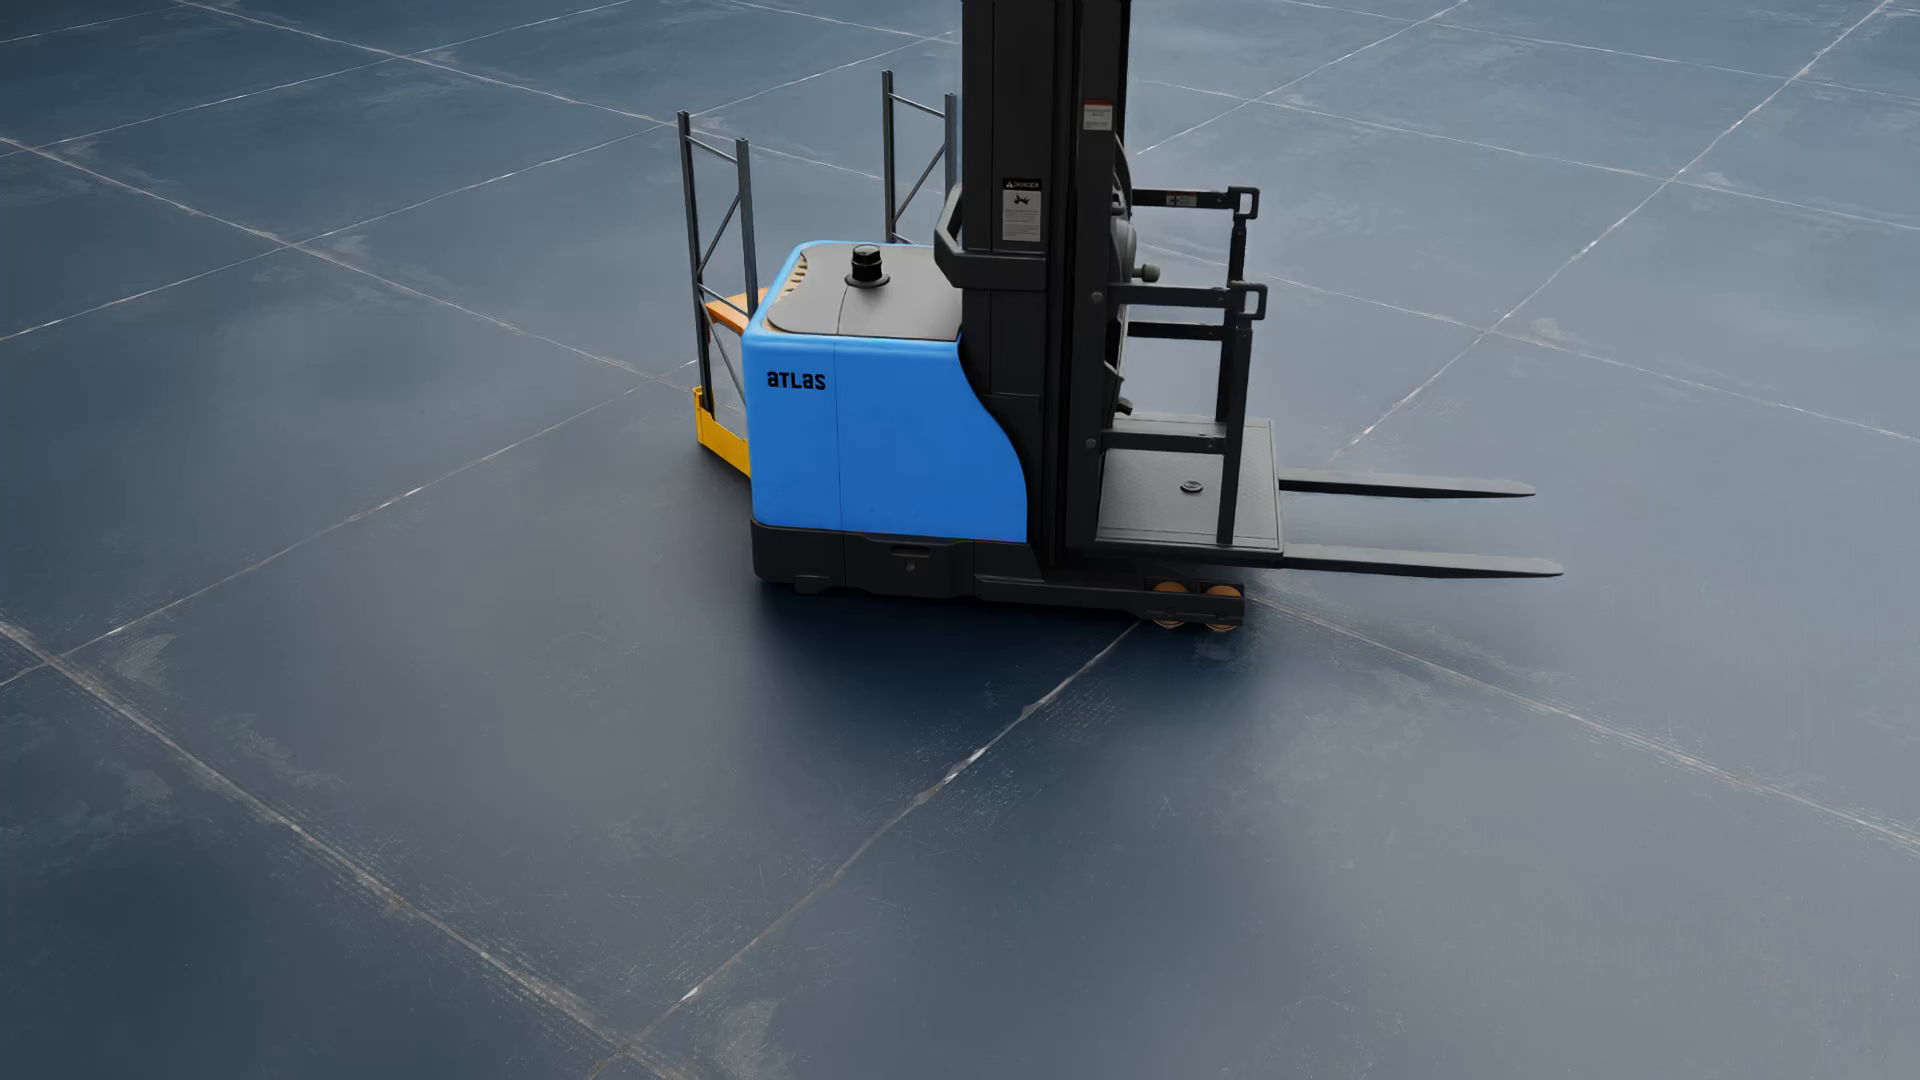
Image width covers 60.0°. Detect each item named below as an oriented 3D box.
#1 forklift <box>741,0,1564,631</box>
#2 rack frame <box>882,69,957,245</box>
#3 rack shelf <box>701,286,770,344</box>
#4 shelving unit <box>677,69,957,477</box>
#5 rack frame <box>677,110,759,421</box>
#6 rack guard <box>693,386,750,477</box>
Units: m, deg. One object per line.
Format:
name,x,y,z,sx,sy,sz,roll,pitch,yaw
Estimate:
forklift,0.759,-1.212,5.919,3.031,2.935,1.130,4,31,6
rack frame,-0.178,-1.313,7.494,0.032,1.500,0.500,-22,37,-32
rack shelf,-0.580,-0.999,7.318,1.000,0.185,0.538,-22,37,-32
shelving unit,-0.587,-1.151,7.221,1.083,1.500,0.587,-22,37,-32
rack frame,-0.982,-0.995,6.959,0.032,1.500,0.500,-22,37,-32
rack guard,-0.981,-0.458,7.278,0.087,0.250,0.587,-22,37,-32
